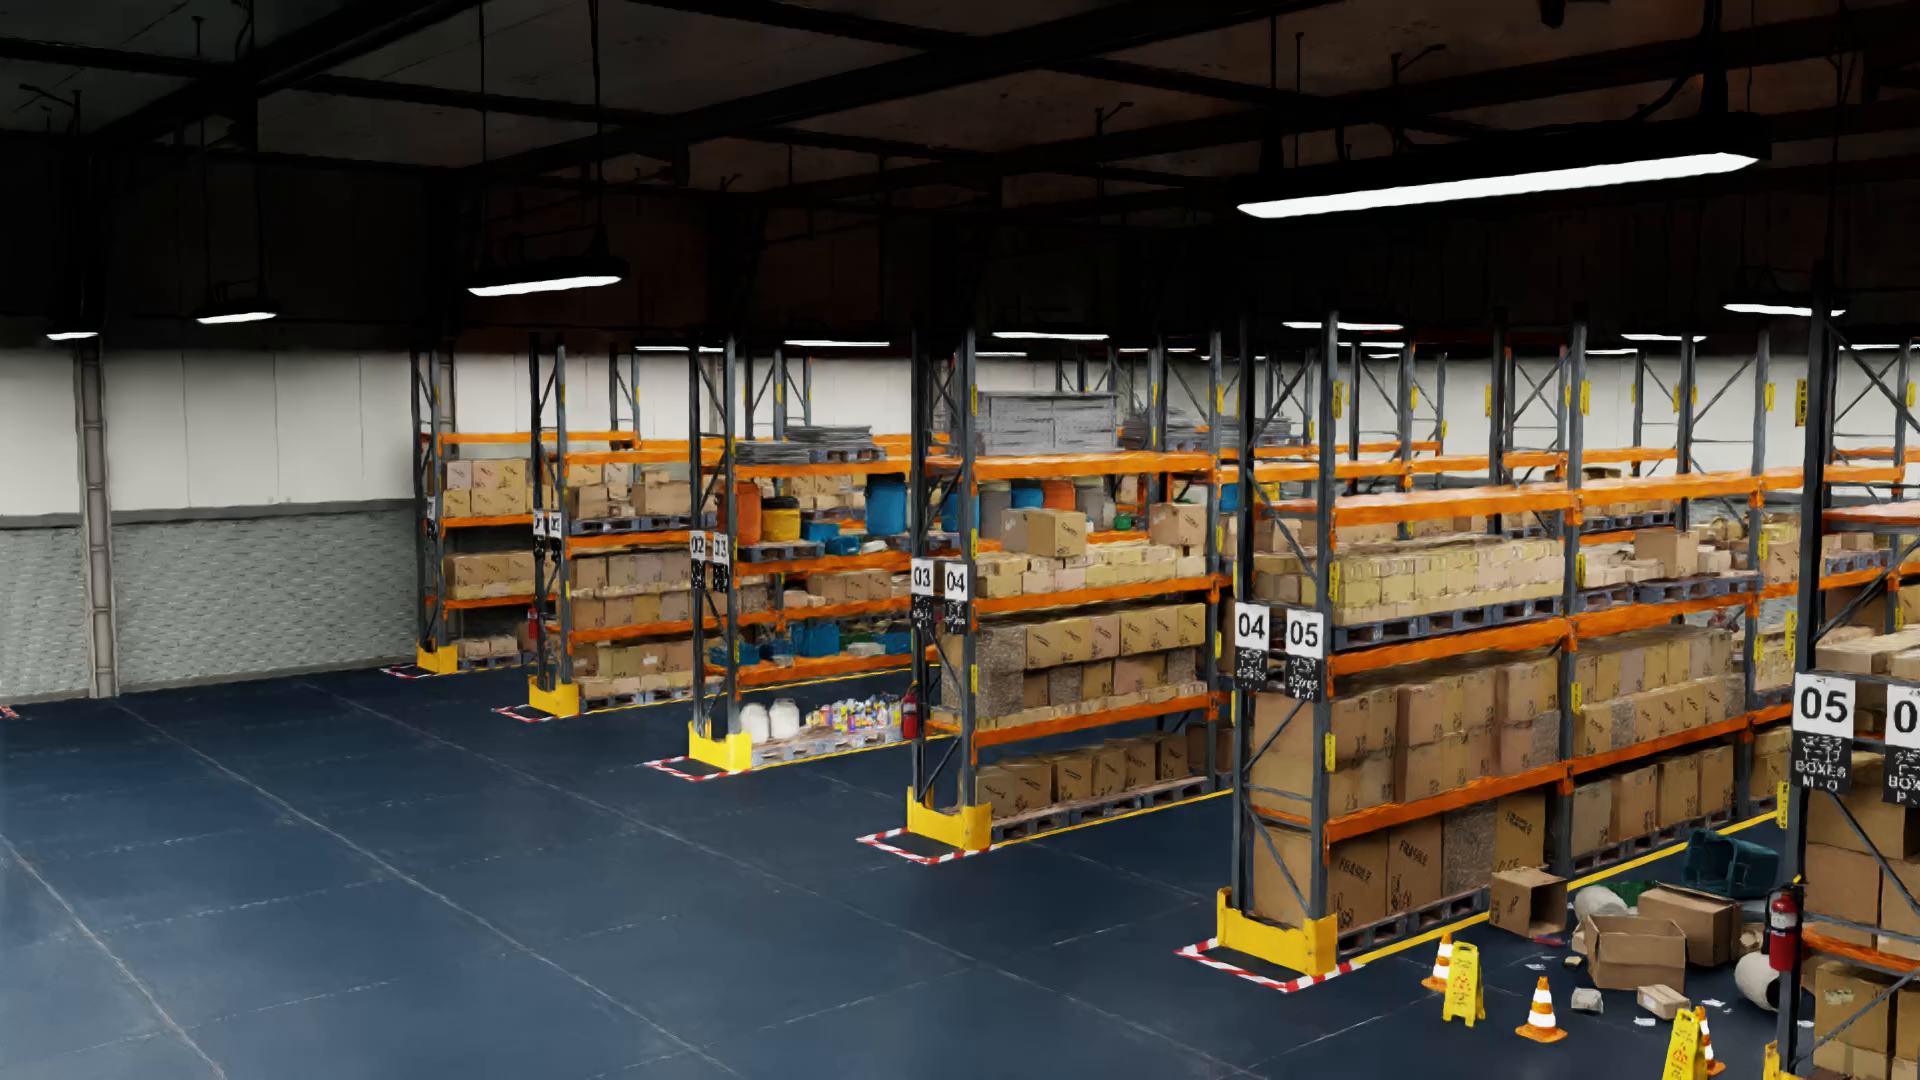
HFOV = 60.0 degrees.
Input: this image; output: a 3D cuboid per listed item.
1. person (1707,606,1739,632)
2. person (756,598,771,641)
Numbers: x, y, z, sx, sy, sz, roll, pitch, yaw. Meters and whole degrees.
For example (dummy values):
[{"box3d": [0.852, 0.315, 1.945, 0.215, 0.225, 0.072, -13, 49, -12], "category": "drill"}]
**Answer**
[{"box3d": [12.139, 1.847, 26.538, 1.111, 1.724, 0.603, -4, 7, -40], "category": "person"}, {"box3d": [-3.708, 1.500, 30.911, 0.512, 1.632, 0.639, -5, 7, -41], "category": "person"}]
